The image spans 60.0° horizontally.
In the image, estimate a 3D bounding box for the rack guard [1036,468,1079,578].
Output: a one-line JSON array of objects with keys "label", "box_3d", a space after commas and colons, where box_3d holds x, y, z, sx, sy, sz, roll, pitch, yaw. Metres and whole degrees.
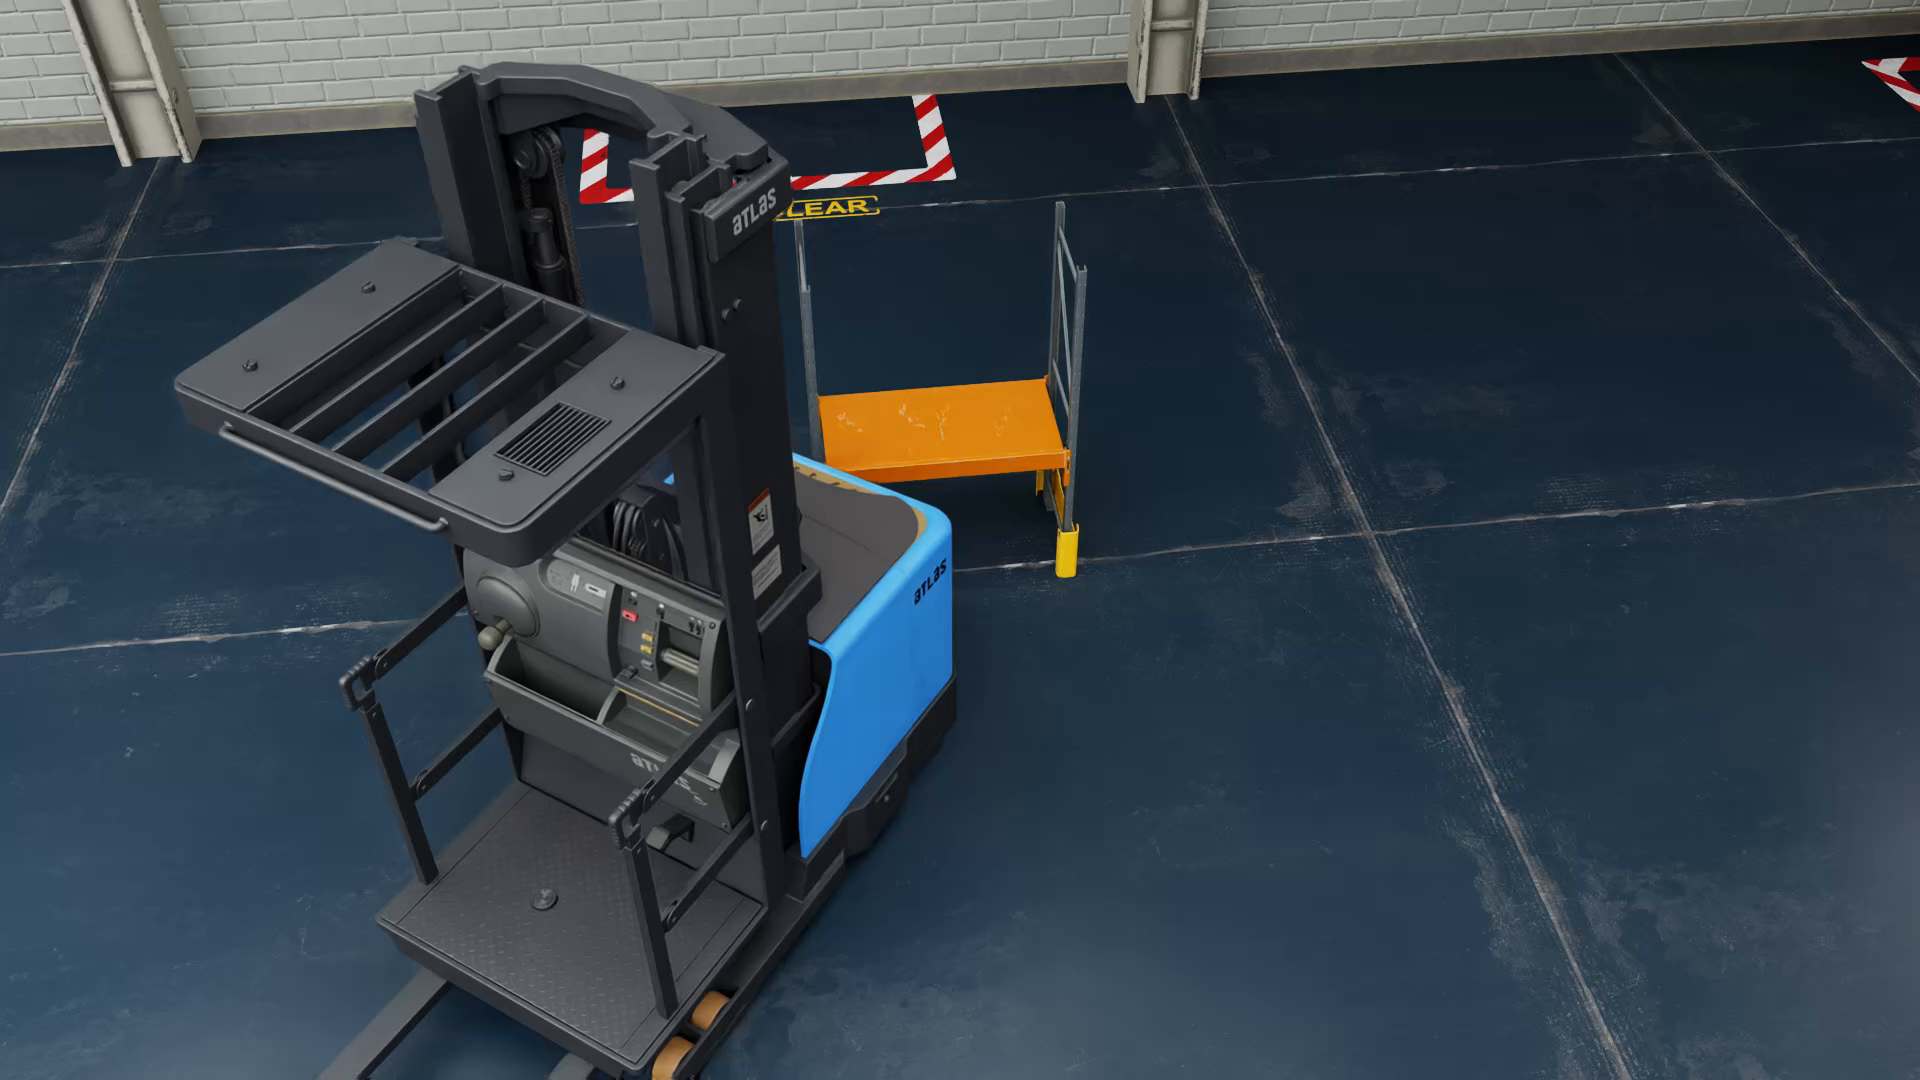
[{"label": "rack guard", "box_3d": [0.418, -0.129, 7.207, 0.087, 0.250, 0.587, -5, 42, -6]}]

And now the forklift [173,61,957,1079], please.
[{"label": "forklift", "box_3d": [-1.189, 0.306, 4.723, 1.130, 2.935, 3.031, 21, 46, 22]}]

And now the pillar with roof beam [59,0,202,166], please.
[{"label": "pillar with roof beam", "box_3d": [-4.132, -2.770, 3.603, 0.400, 9.000, 9.100, -5, 42, -6]}]

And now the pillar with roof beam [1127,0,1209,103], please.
[{"label": "pillar with roof beam", "box_3d": [1.817, -3.292, 4.181, 0.400, 9.000, 9.100, -5, 42, -6]}]

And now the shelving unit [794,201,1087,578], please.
[{"label": "shelving unit", "box_3d": [-0.076, -0.550, 6.740, 1.083, 1.500, 0.587, -5, 42, -6]}]

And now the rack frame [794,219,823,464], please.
[{"label": "rack frame", "box_3d": [-0.589, -0.505, 6.691, 0.032, 1.500, 0.500, -5, 42, -6]}]

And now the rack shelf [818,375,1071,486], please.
[{"label": "rack shelf", "box_3d": [-0.085, -0.416, 6.860, 1.000, 0.185, 0.538, -5, 42, -6]}]

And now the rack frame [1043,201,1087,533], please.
[{"label": "rack frame", "box_3d": [0.419, -0.594, 6.788, 0.032, 1.500, 0.500, -5, 42, -6]}]
